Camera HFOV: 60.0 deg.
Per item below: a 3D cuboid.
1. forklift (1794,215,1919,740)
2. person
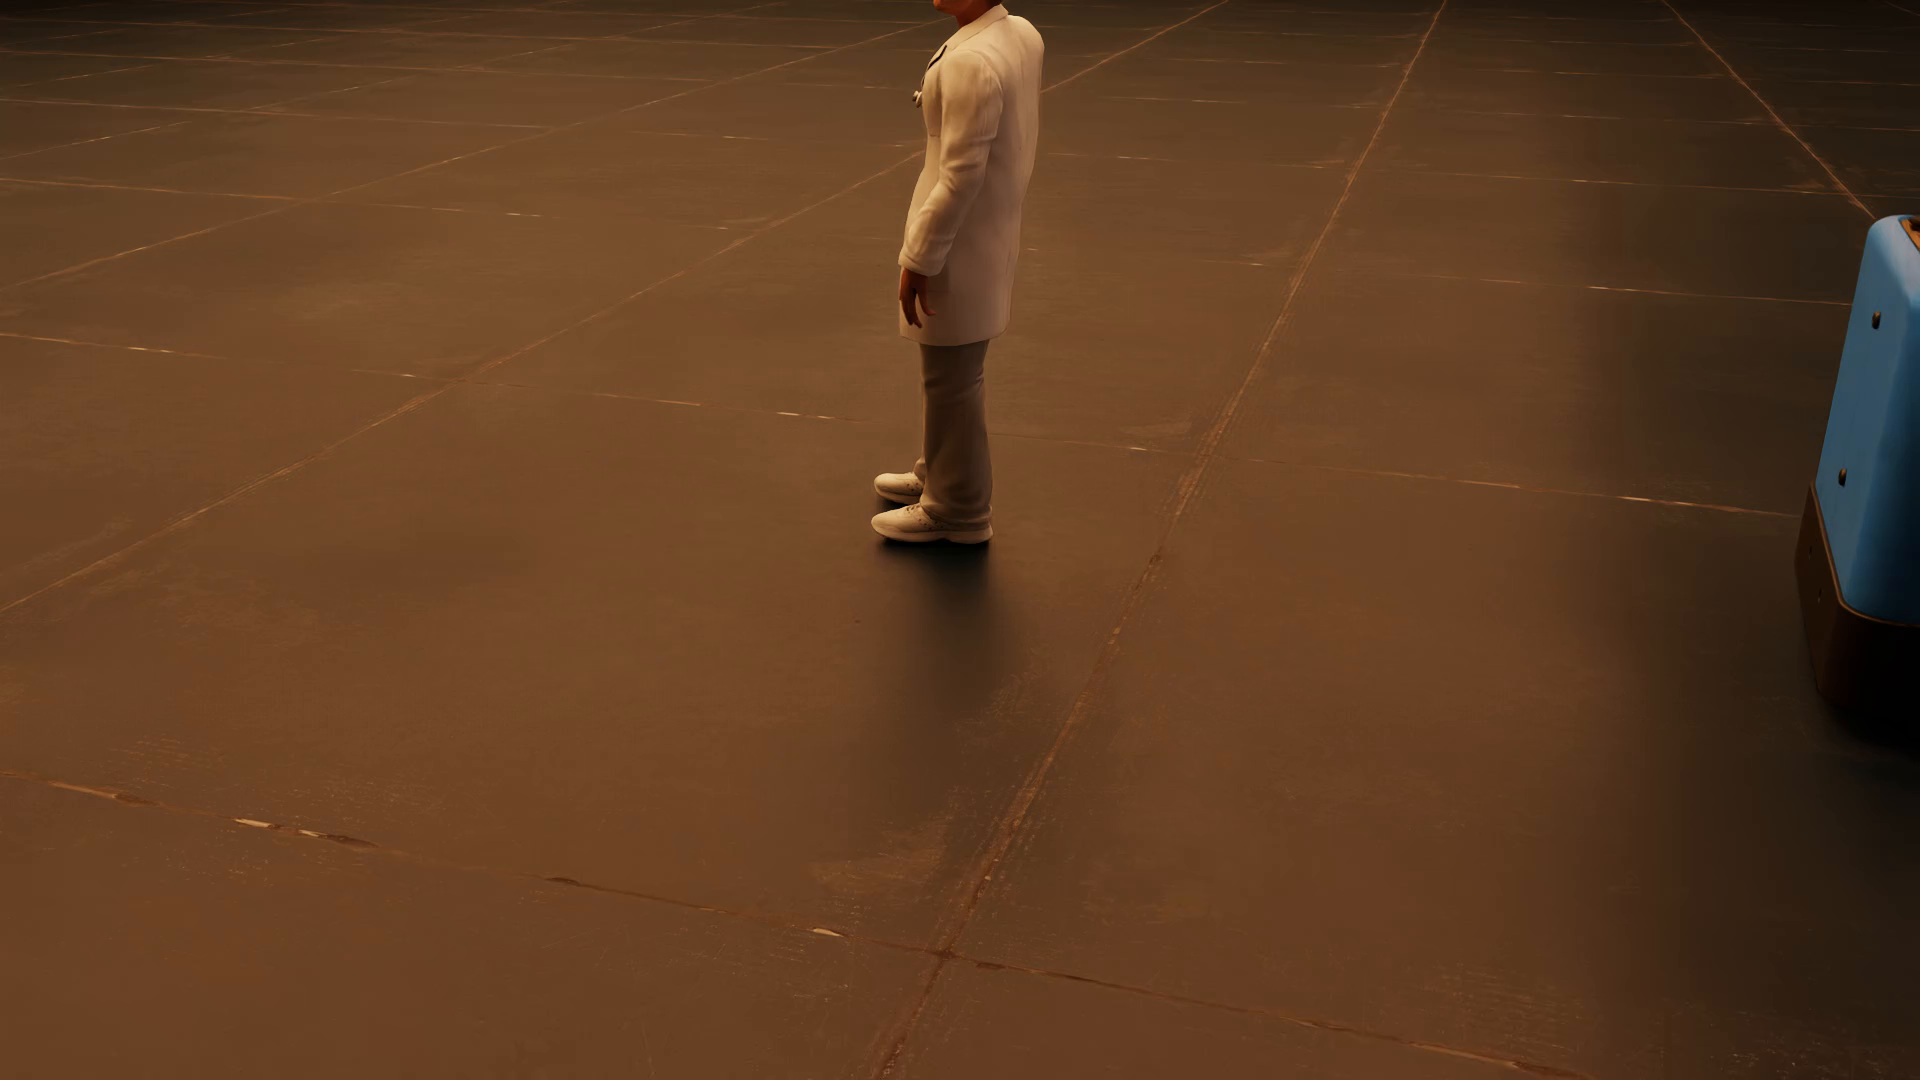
[{"bbox_3d":[3.655,-0.865,3.375,3.031,2.935,1.130,8,24,19],"label":"forklift"},{"bbox_3d":[-0.085,-0.840,4.808,0.581,1.776,0.696,7,23,16],"label":"person"}]
